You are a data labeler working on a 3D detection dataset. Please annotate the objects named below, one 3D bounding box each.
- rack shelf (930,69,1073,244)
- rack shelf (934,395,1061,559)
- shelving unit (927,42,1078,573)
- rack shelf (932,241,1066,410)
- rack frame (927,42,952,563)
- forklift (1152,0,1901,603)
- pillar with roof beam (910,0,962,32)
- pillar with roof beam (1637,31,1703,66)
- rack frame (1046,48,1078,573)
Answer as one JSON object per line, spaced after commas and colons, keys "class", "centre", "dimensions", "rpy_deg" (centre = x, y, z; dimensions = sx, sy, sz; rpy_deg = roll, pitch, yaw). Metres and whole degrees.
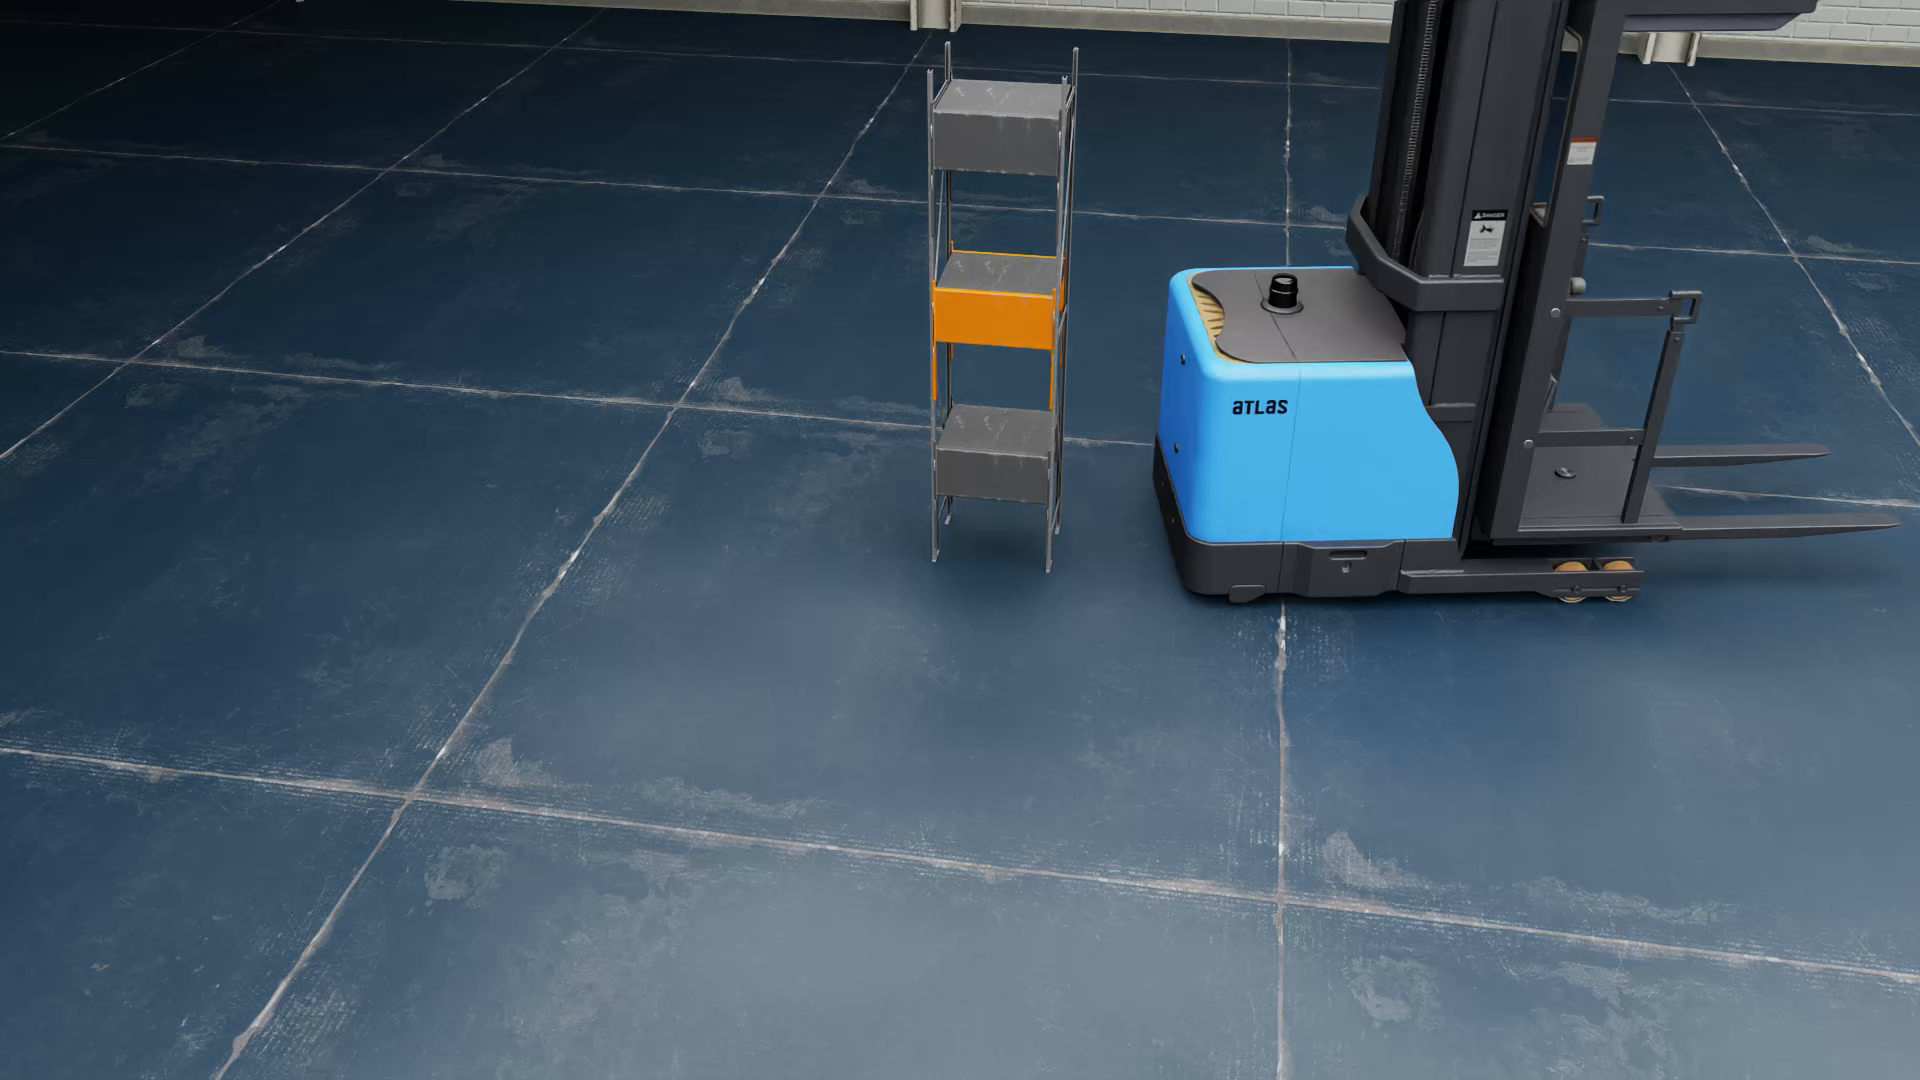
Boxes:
{"class": "rack shelf", "centre": [0.163, -1.457, 6.305], "dimensions": [0.480, 0.518, 0.431], "rpy_deg": [5, 32, 8]}
{"class": "rack shelf", "centre": [0.163, -0.270, 7.048], "dimensions": [0.480, 0.518, 0.431], "rpy_deg": [5, 32, 8]}
{"class": "shelving unit", "centre": [0.163, -0.875, 6.669], "dimensions": [0.503, 2.100, 0.431], "rpy_deg": [5, 32, 8]}
{"class": "rack shelf", "centre": [0.163, -0.864, 6.677], "dimensions": [0.480, 0.518, 0.431], "rpy_deg": [5, 32, 8]}
{"class": "rack frame", "centre": [-0.077, -0.897, 6.704], "dimensions": [0.015, 2.100, 0.400], "rpy_deg": [5, 32, 8]}
{"class": "forklift", "centre": [2.405, -1.266, 6.510], "dimensions": [3.031, 2.935, 1.130], "rpy_deg": [-1, 32, -2]}
{"class": "pillar with roof beam", "centre": [-0.930, -5.988, 8.336], "dimensions": [0.400, 9.000, 9.100], "rpy_deg": [5, 32, 8]}
{"class": "pillar with roof beam", "centre": [4.984, -5.453, 7.480], "dimensions": [0.400, 9.000, 9.100], "rpy_deg": [5, 32, 8]}
{"class": "rack frame", "centre": [0.404, -0.853, 6.634], "dimensions": [0.015, 2.100, 0.400], "rpy_deg": [5, 32, 8]}
